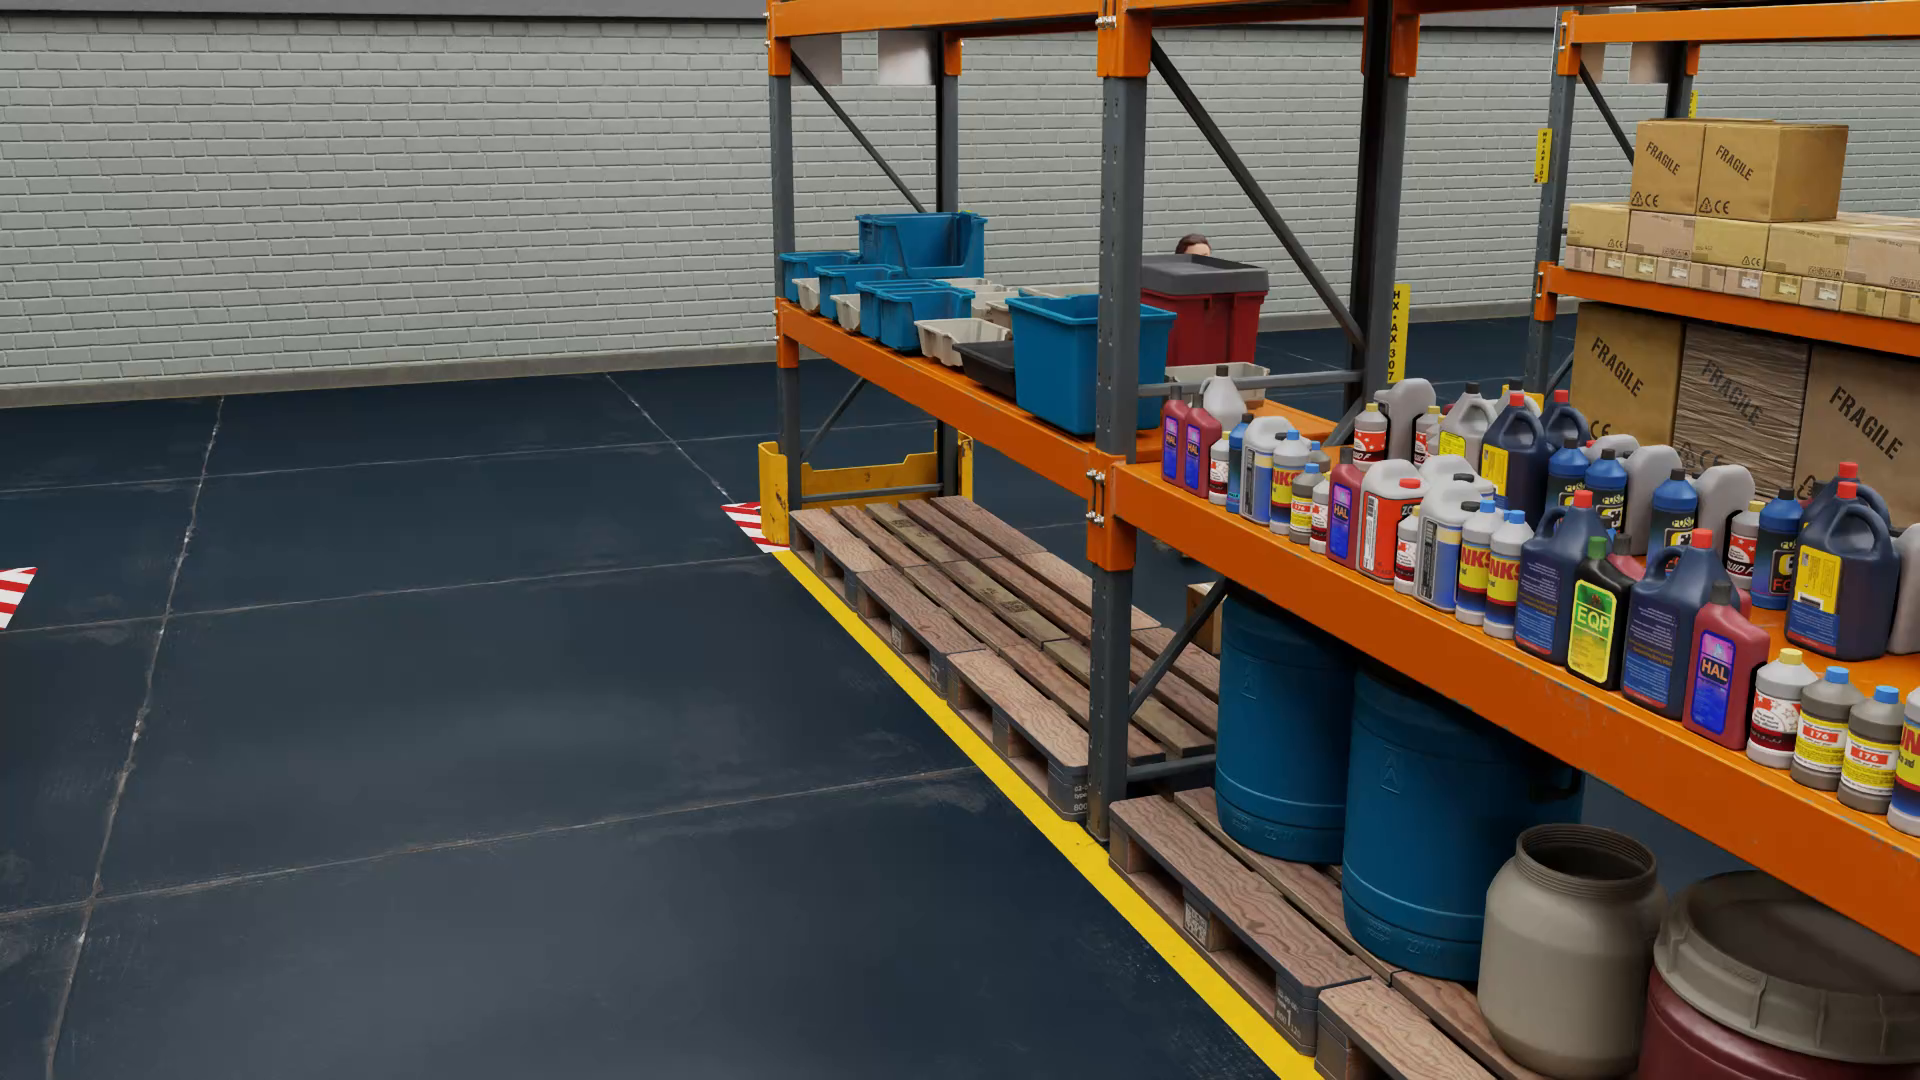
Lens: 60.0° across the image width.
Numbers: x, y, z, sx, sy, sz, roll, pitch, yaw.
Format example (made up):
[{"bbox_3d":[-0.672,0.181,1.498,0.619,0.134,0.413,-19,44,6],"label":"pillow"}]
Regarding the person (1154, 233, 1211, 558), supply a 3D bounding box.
[{"bbox_3d":[1.174,-0.722,8.504,0.474,1.663,0.453,0,16,-1],"label":"person"}]
